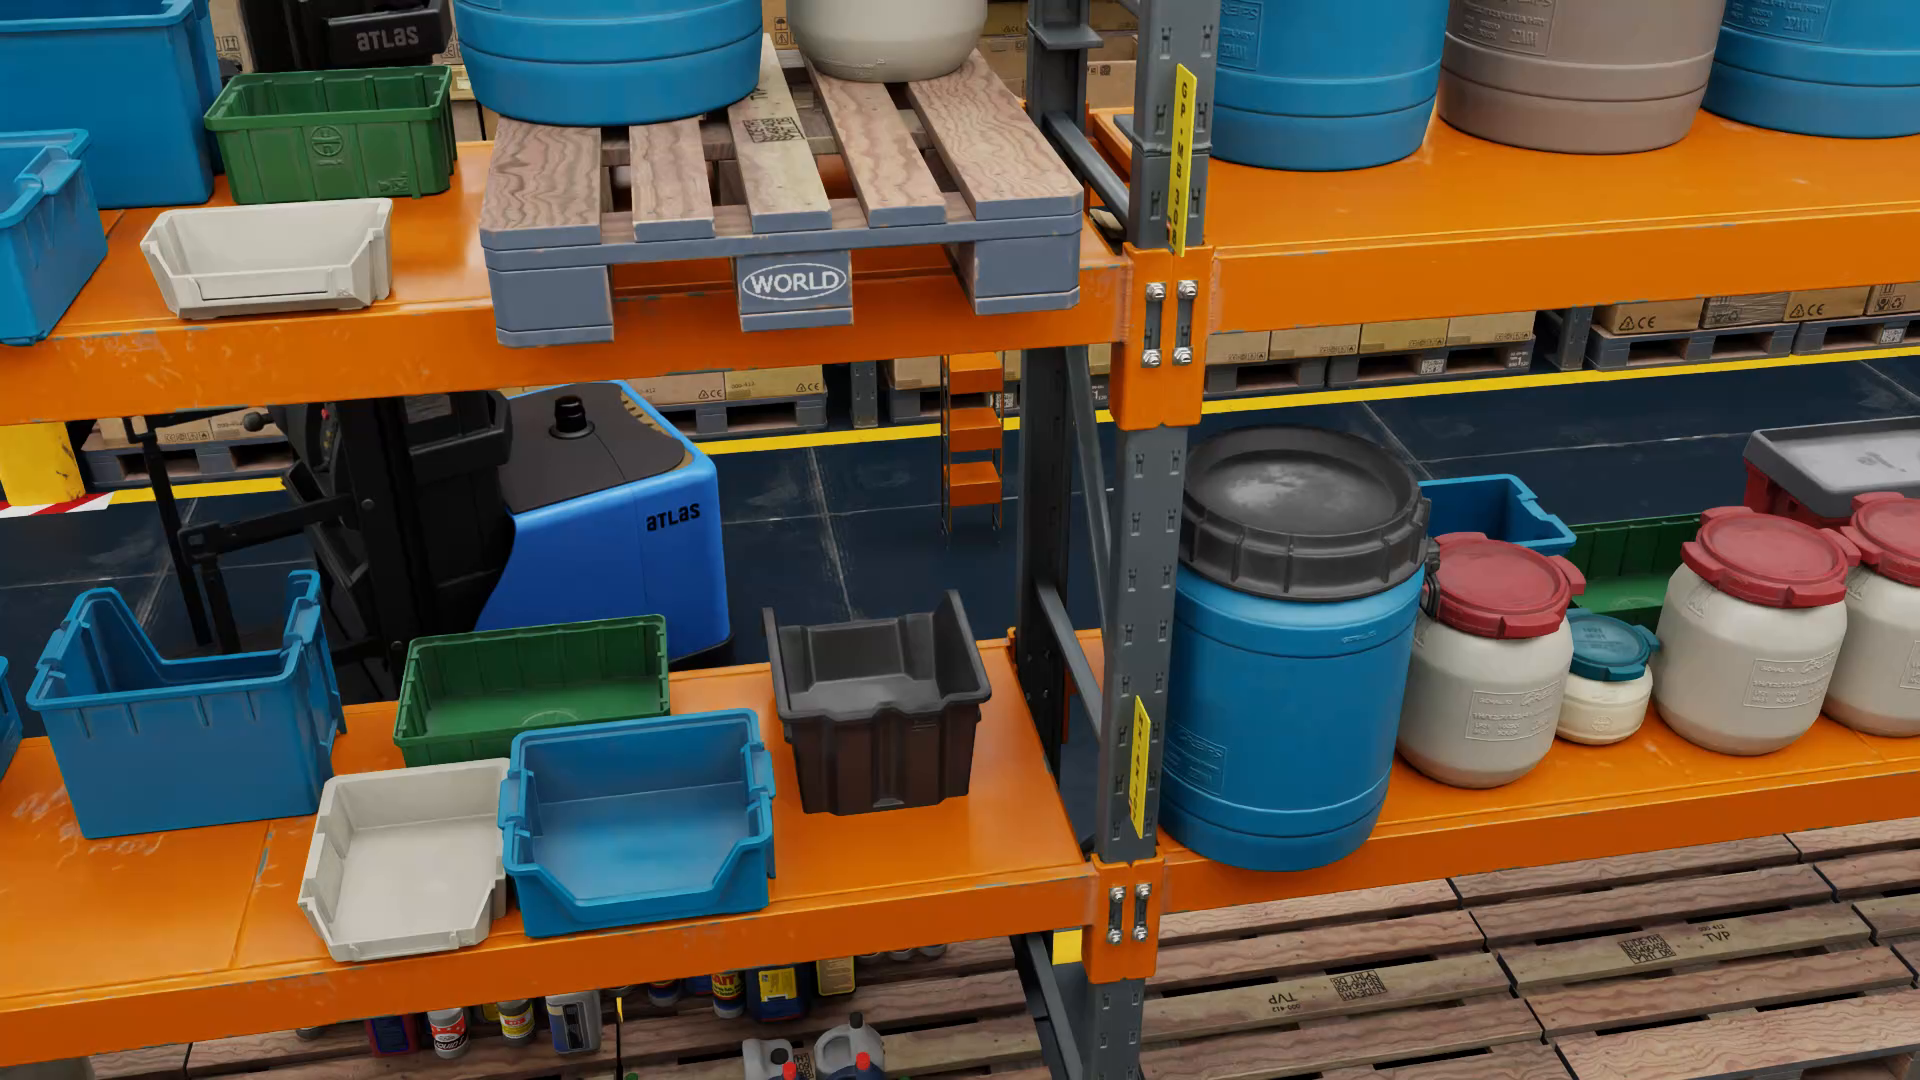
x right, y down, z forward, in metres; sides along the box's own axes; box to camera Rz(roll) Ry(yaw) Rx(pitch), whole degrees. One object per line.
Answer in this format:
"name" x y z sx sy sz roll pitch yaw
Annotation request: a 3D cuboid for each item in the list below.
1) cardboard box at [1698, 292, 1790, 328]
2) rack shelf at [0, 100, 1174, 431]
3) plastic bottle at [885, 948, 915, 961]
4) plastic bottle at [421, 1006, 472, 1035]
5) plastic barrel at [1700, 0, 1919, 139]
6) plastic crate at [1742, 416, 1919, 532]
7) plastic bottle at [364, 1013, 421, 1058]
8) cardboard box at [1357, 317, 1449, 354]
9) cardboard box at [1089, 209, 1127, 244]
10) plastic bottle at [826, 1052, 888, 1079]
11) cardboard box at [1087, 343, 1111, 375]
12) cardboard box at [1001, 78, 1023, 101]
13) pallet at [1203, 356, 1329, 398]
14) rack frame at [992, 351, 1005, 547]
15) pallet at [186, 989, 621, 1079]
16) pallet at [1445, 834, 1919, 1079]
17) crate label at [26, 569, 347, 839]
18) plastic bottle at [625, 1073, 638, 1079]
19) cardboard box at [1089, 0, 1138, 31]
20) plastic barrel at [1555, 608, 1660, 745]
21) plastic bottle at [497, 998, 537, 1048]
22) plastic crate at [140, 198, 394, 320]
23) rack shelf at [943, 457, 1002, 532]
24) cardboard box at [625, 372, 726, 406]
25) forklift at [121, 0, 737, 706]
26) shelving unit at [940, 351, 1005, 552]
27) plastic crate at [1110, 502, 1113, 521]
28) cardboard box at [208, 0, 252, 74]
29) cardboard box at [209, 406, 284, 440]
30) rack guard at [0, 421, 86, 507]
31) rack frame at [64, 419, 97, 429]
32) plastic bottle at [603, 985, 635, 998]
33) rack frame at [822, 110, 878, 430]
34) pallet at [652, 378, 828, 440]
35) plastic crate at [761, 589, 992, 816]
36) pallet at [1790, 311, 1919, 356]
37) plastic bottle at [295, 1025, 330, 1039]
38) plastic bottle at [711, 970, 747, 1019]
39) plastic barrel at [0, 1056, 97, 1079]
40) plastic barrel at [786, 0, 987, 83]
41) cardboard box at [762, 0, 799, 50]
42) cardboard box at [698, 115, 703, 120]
"cardboard box" 4.365 -1.551 9.460 0.500 0.500 0.500 -6 31 -11
"rack shelf" -1.661 -0.454 3.313 4.000 0.370 1.077 -5 31 -9
"plastic bottle" -0.186 1.183 5.106 0.097 0.201 0.097 0 30 0
"plastic bottle" -1.512 1.288 4.854 0.135 0.276 0.152 -6 31 -10
"plastic barrel" 2.054 -1.437 3.780 0.708 0.901 0.600 -5 31 -9
"plastic crate" 2.596 -0.052 4.815 0.583 0.464 0.402 -5 31 -9
"plastic bottle" -1.628 1.350 4.740 0.133 0.283 0.061 -5 31 -9
"cardboard box" 2.372 -1.266 9.242 0.500 0.250 0.500 -6 31 -10
"cardboard box" 0.766 -1.636 9.318 0.500 0.311 0.500 -5 31 -9
"plastic bottle" -0.276 1.501 4.417 0.185 0.351 0.144 -6 31 -10
"cardboard box" 0.871 -1.127 9.006 0.500 0.250 0.500 -6 31 -10
"cardboard box" 0.249 -2.238 8.729 0.258 0.266 0.396 -6 31 -10
"pallet" 1.338 -1.122 9.449 1.213 0.211 1.003 -5 31 -9
"rack frame" 0.173 -0.469 7.511 0.008 1.050 0.200 -5 31 -9
"pallet" -1.565 1.702 4.647 1.213 0.211 1.003 -5 31 -9
"pallet" 2.274 1.344 5.256 1.213 0.211 1.003 -5 31 -9
"crate label" -1.867 0.393 4.087 0.616 0.435 0.502 -5 31 -9
"plastic bottle" -0.826 1.528 4.437 0.133 0.283 0.061 -5 31 -9
"cardboard box" 1.185 -4.281 13.364 0.500 0.250 0.500 -5 31 -8
"plastic barrel" 1.636 0.362 4.312 0.301 0.262 0.301 0 30 0
"plastic bottle" -1.285 1.359 4.806 0.097 0.201 0.097 0 30 0
"plastic crate" -1.200 -0.485 2.916 0.396 0.136 0.243 -5 31 -9
"rack shelf" 0.053 -0.209 7.638 0.240 0.259 0.215 -5 31 -9
"cardboard box" -1.493 -0.927 8.666 0.500 0.250 0.500 -5 31 -9
"forklift" -2.403 -0.421 5.574 3.031 2.935 1.130 -18 35 -28
"shelving unit" 0.053 -0.457 7.492 0.252 1.050 0.215 -5 31 -9
"plastic crate" 0.727 0.122 4.520 0.583 0.464 0.402 -5 31 -9
"cardboard box" -3.487 -2.453 7.583 0.500 0.500 0.700 -6 31 -10
"cardboard box" -3.458 -0.740 8.347 0.500 0.250 0.500 -5 31 -9
"rack guard" -4.541 -0.679 8.411 0.348 0.500 1.175 -5 31 -9
"rack frame" -4.517 -1.759 7.781 0.127 3.000 1.000 -5 31 -9
"plastic bottle" -1.031 1.261 4.973 0.097 0.201 0.097 0 30 0
"rack frame" -0.582 -2.124 8.402 0.127 3.000 1.000 -5 31 -9
"pallet" -1.372 -0.870 9.021 1.213 0.211 1.003 -5 31 -9
"plastic crate" -0.232 0.357 4.244 0.504 0.338 0.767 -5 31 -9
"pallet" 5.291 -1.446 10.001 1.213 0.211 1.003 -5 31 -9
"plastic bottle" -1.901 1.342 4.835 0.097 0.201 0.097 0 30 0
"plastic bottle" -0.684 1.273 4.883 0.097 0.271 0.097 0 30 0
"plastic barrel" -2.502 1.459 4.350 0.421 0.512 0.421 0 30 0
"plastic barrel" -0.153 -1.235 3.406 0.421 0.512 0.421 0 30 0
"cardboard box" -1.018 -2.682 7.974 0.500 0.500 0.700 -5 31 -9
"cardboard box" -1.535 -2.072 8.215 0.500 0.500 0.700 -6 31 -9
